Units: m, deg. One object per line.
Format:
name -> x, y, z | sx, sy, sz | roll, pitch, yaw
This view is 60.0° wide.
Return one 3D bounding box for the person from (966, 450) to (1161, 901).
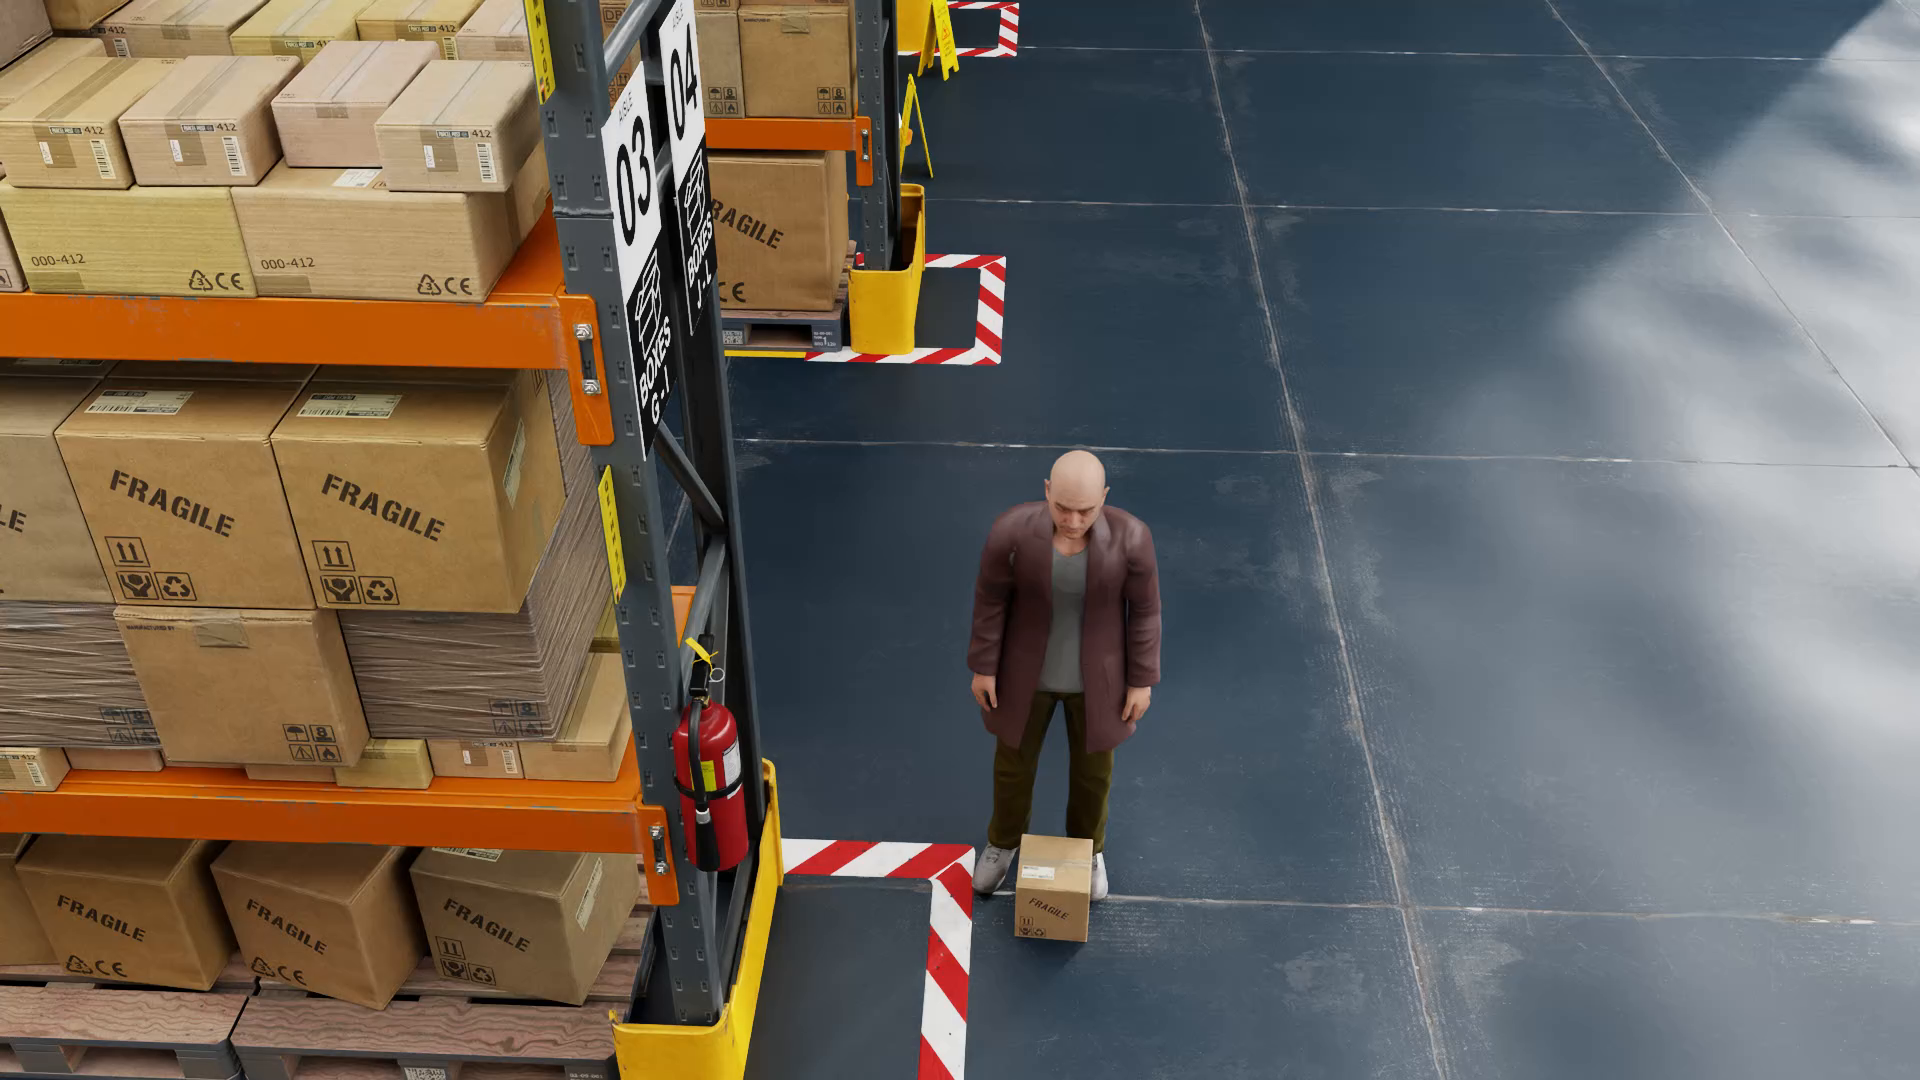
person -> 0.341, 0.446, 5.527 | 0.642, 1.774, 0.422 | 4, 35, 6
